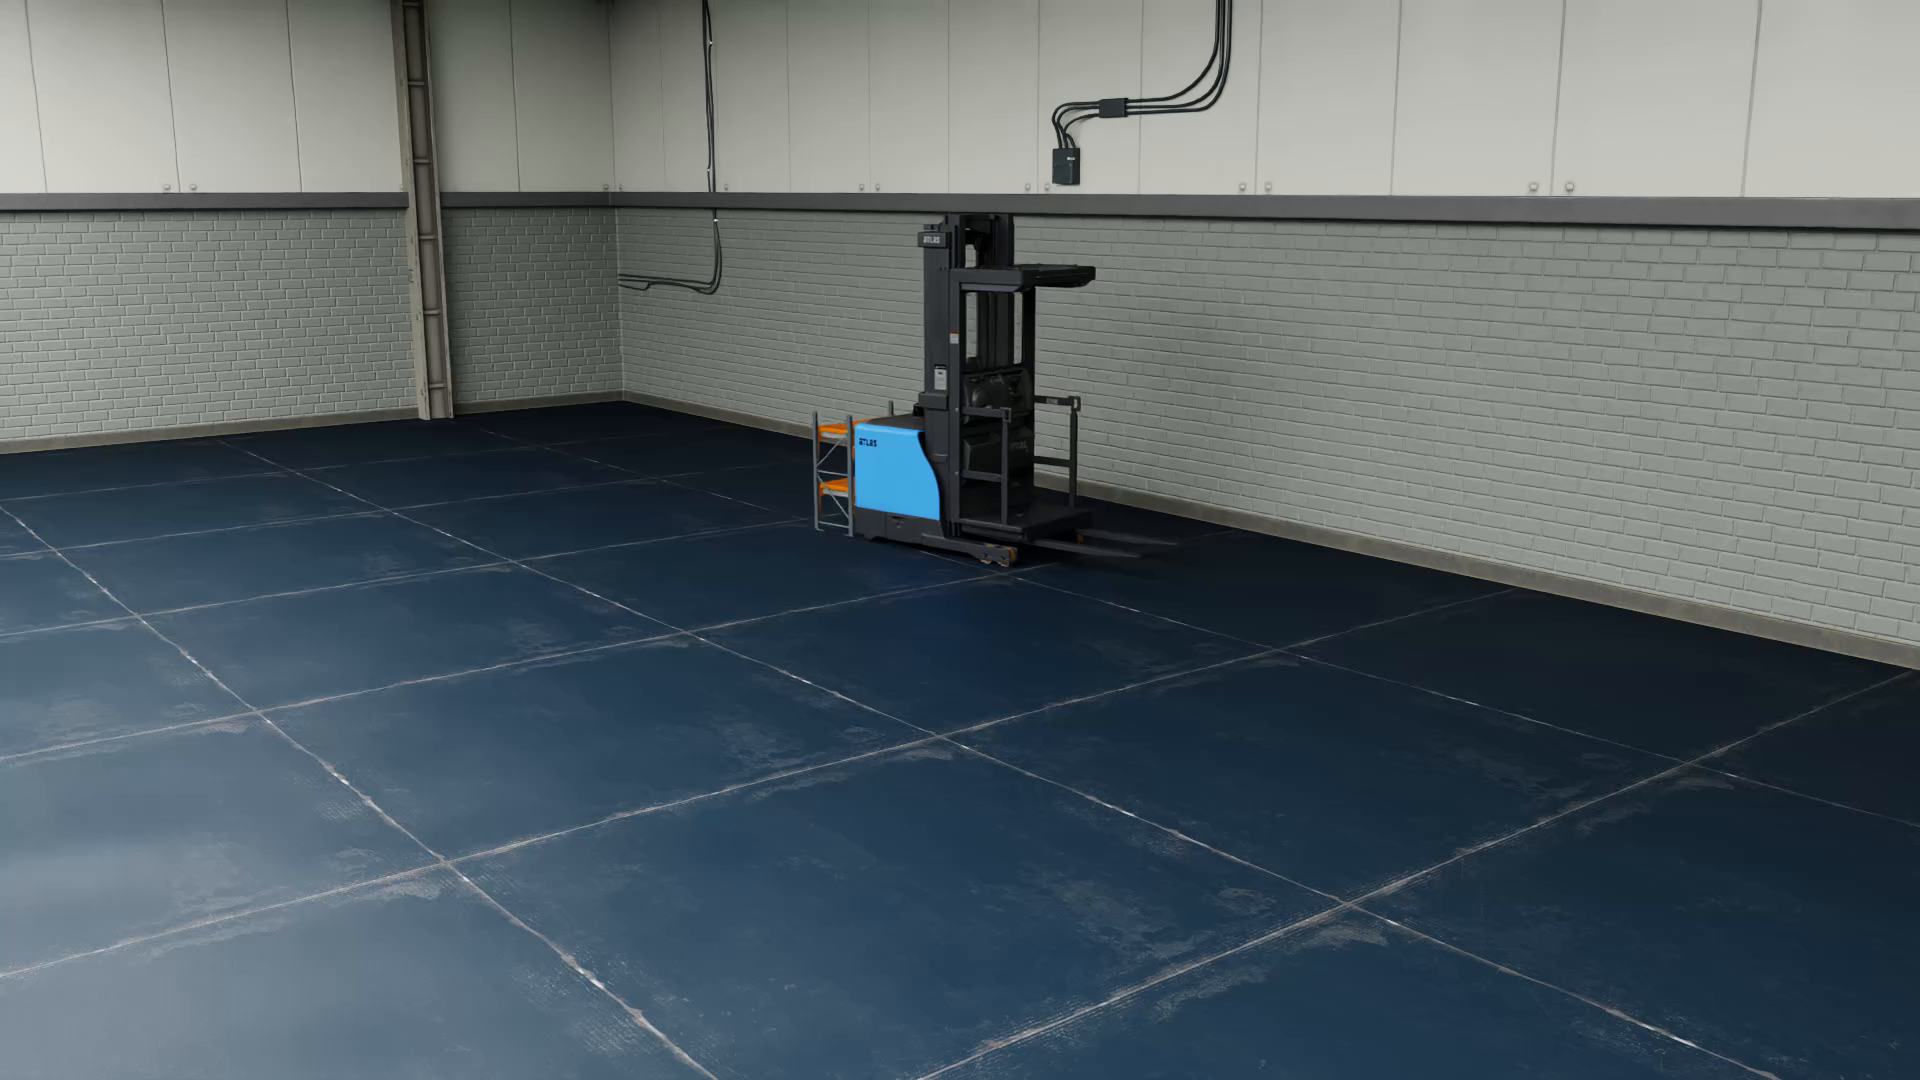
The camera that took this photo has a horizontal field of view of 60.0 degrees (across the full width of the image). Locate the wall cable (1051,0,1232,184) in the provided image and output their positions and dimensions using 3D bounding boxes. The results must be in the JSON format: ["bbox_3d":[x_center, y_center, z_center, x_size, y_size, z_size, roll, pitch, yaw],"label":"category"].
[{"bbox_3d":[1.693,-6.408,15.577,0.169,6.003,2.305,-9,15,-38],"label":"wall cable"}]

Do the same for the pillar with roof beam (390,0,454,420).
[{"bbox_3d":[-4.663,-5.421,19.113,0.400,9.000,9.100,-9,15,-38],"label":"pillar with roof beam"}]

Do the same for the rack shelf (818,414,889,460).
[{"bbox_3d":[-0.841,-0.984,15.757,0.538,0.278,1.000,10,16,41],"label":"rack shelf"}]

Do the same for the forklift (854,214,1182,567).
[{"bbox_3d":[0.492,-1.328,14.448,3.031,2.935,1.130,10,15,38],"label":"forklift"}]

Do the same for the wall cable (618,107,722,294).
[{"bbox_3d":[-4.226,-4.768,23.514,0.112,2.526,3.097,-9,15,-38],"label":"wall cable"}]

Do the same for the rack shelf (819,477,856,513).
[{"bbox_3d":[-0.838,-0.458,15.866,0.538,0.278,1.000,10,16,41],"label":"rack shelf"}]

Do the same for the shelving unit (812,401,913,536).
[{"bbox_3d":[-0.839,-0.697,15.817,0.538,1.125,1.048,10,16,41],"label":"shelving unit"}]

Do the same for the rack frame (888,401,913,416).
[{"bbox_3d":[-0.501,-0.776,16.188,0.500,1.125,0.032,10,16,41],"label":"rack frame"}]

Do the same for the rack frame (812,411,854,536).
[{"bbox_3d":[-1.178,-0.619,15.446,0.500,1.125,0.032,10,16,41],"label":"rack frame"}]

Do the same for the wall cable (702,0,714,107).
[{"bbox_3d":[-2.536,-6.799,20.923,0.112,2.526,3.097,-9,15,-38],"label":"wall cable"}]
